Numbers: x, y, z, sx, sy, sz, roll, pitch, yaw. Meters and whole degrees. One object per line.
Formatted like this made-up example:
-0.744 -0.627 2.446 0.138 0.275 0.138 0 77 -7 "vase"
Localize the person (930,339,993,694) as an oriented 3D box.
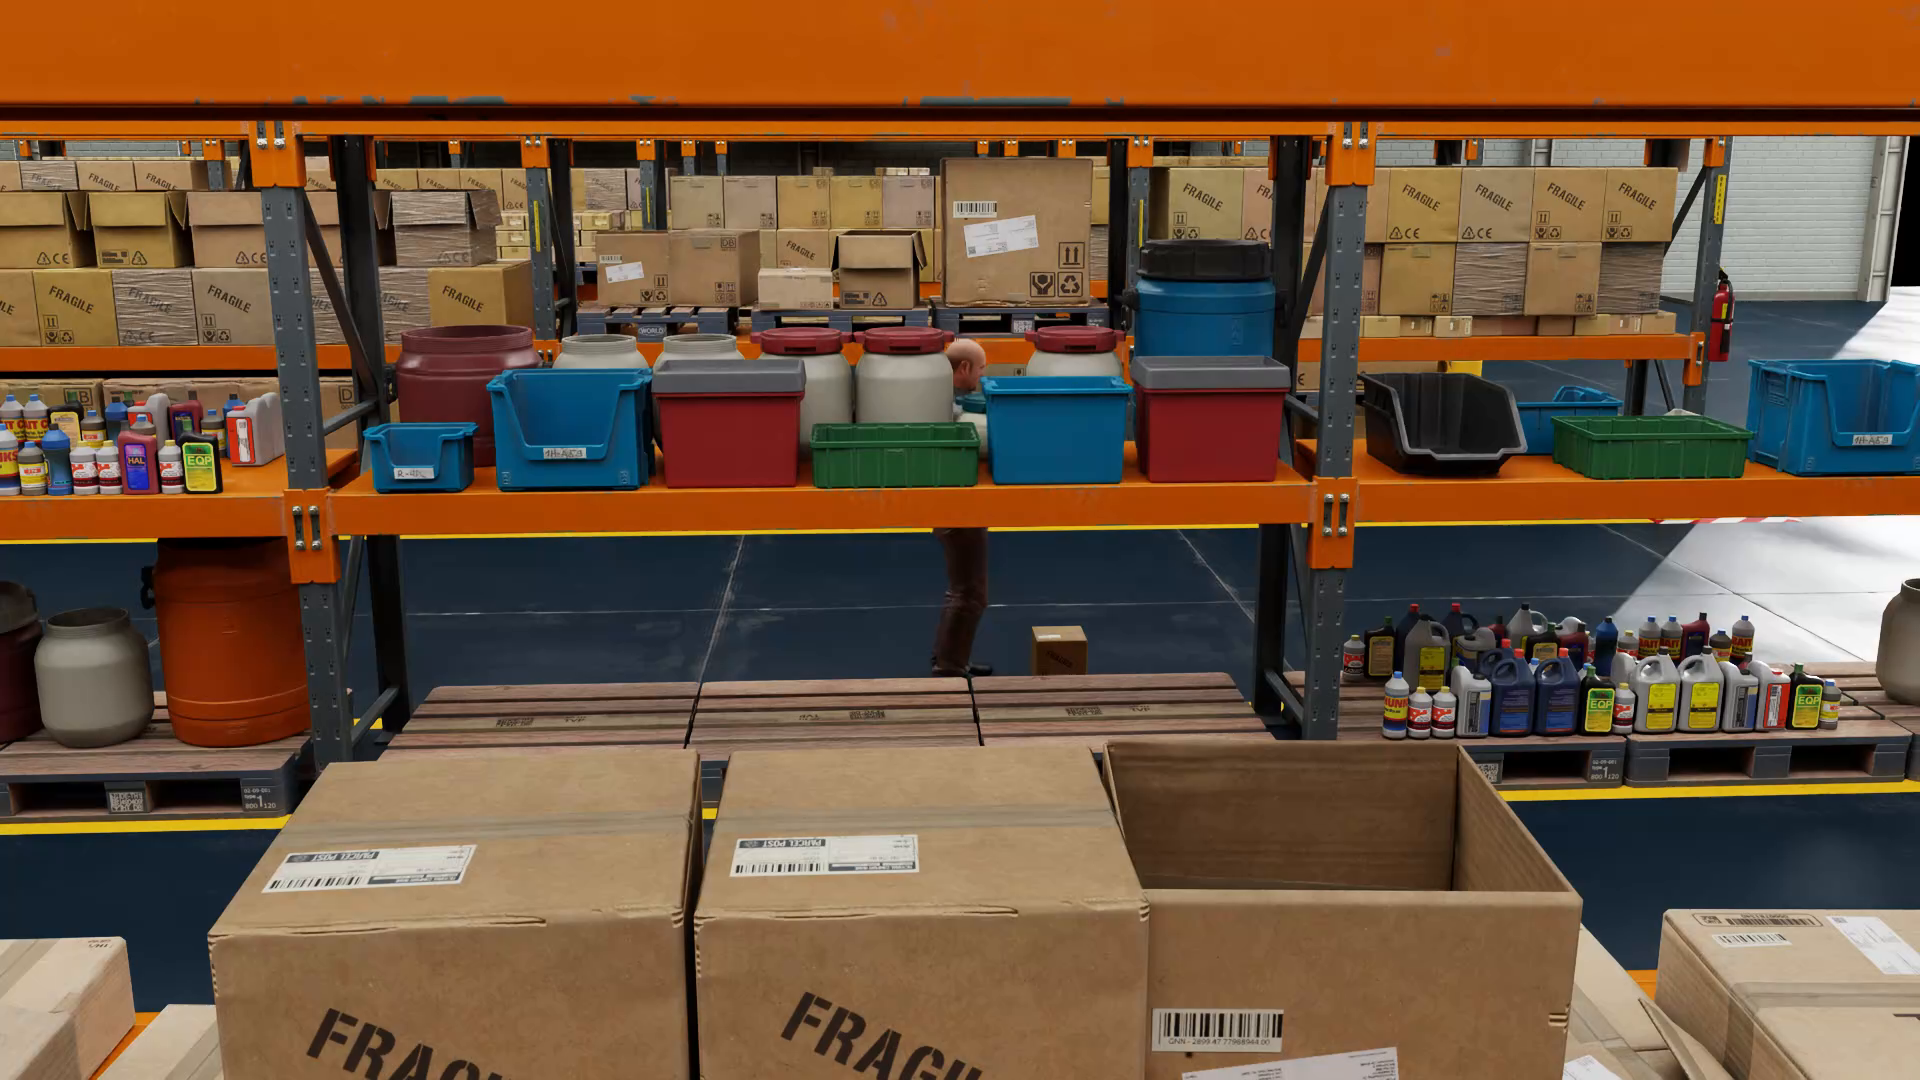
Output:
0.004 -0.123 8.097 0.354 1.714 0.535 -1 13 -2 "person"
